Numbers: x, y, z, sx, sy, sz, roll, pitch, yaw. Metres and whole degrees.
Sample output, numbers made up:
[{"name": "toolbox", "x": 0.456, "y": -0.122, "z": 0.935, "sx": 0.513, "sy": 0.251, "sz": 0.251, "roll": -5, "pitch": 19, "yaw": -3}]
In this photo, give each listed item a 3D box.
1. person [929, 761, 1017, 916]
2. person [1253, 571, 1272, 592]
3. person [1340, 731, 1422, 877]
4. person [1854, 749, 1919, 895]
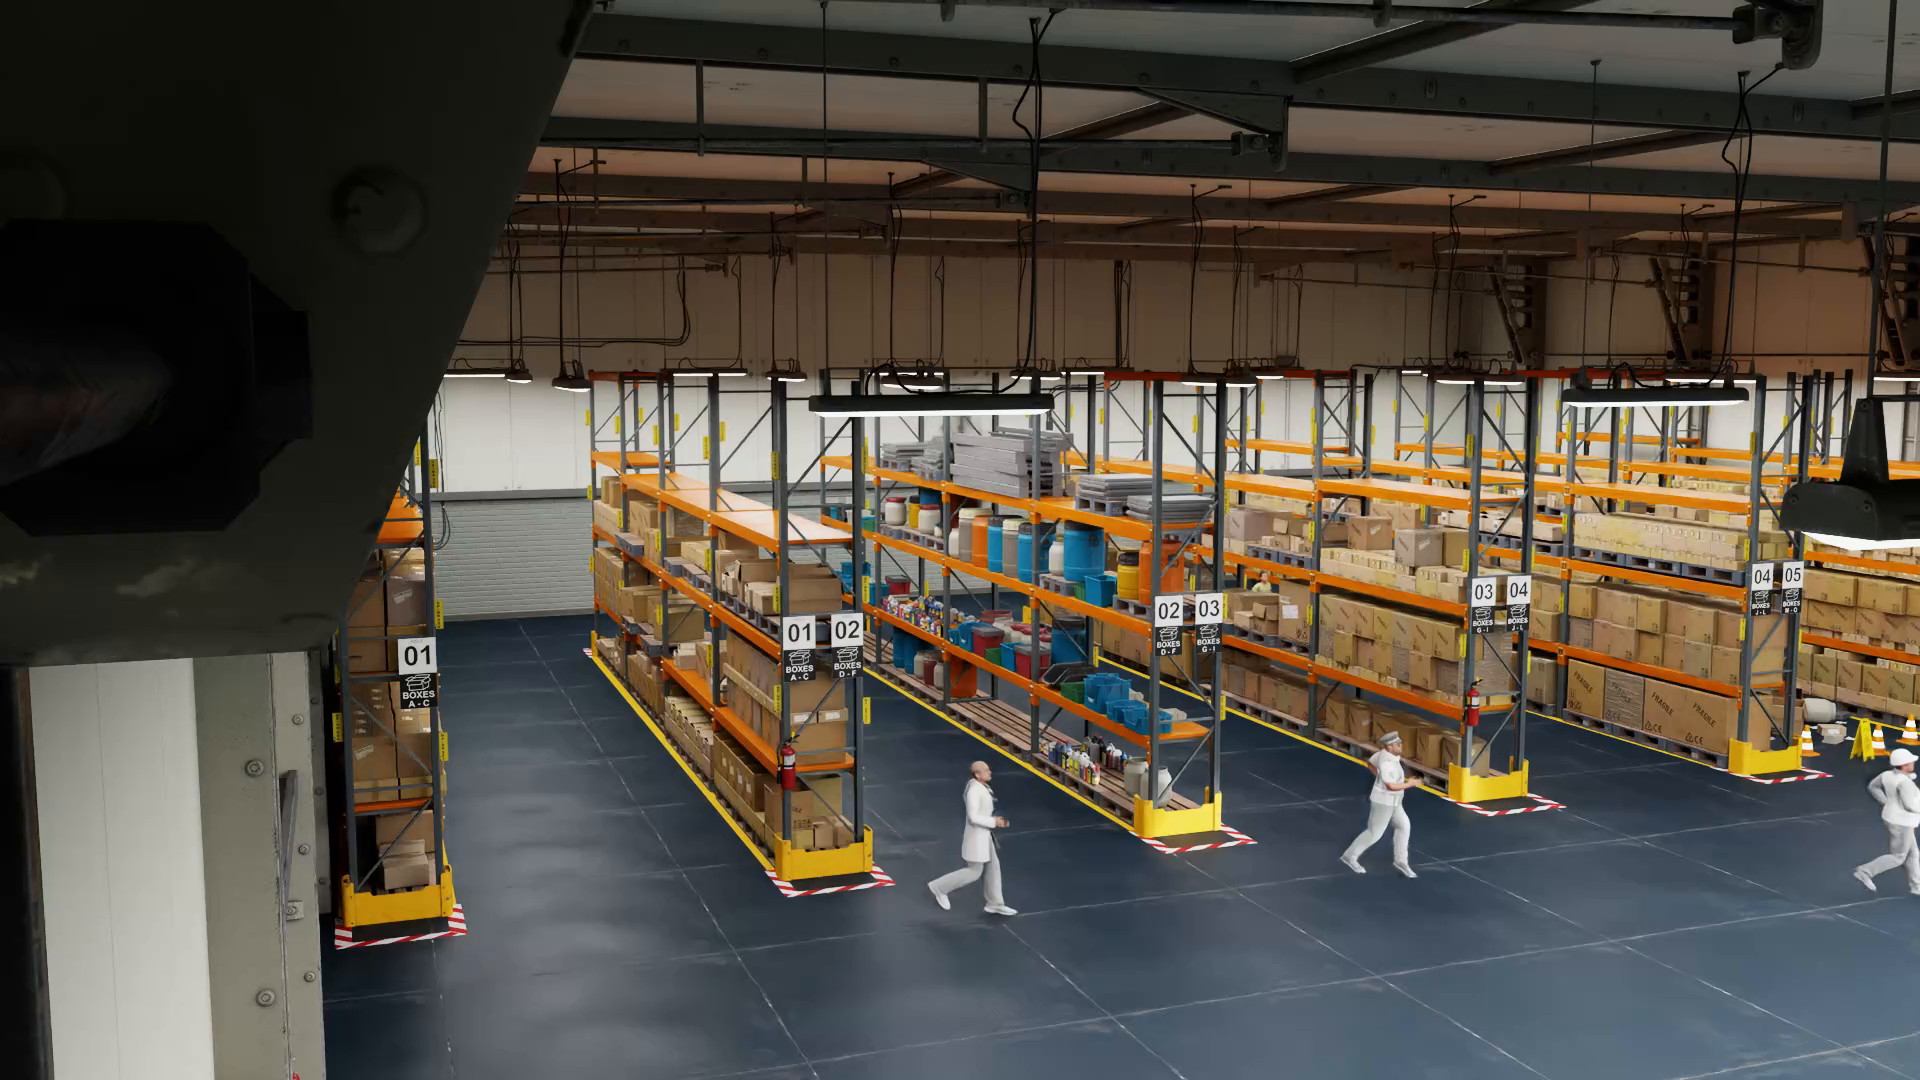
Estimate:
[{"name": "person", "x": 0.154, "y": 3.467, "z": 18.801, "sx": 0.990, "sy": 1.581, "sz": 0.719, "roll": 1, "pitch": 6, "yaw": 7}, {"name": "person", "x": 6.525, "y": 1.485, "z": 35.771, "sx": 0.569, "sy": 1.665, "sz": 0.959, "roll": -2, "pitch": 7, "yaw": -18}, {"name": "person", "x": 5.124, "y": 3.207, "z": 20.198, "sx": 0.927, "sy": 1.842, "sz": 0.670, "roll": 2, "pitch": 7, "yaw": 18}, {"name": "person", "x": 10.919, "y": 3.297, "z": 19.336, "sx": 0.963, "sy": 1.778, "sz": 0.673, "roll": 1, "pitch": 6, "yaw": 9}]
